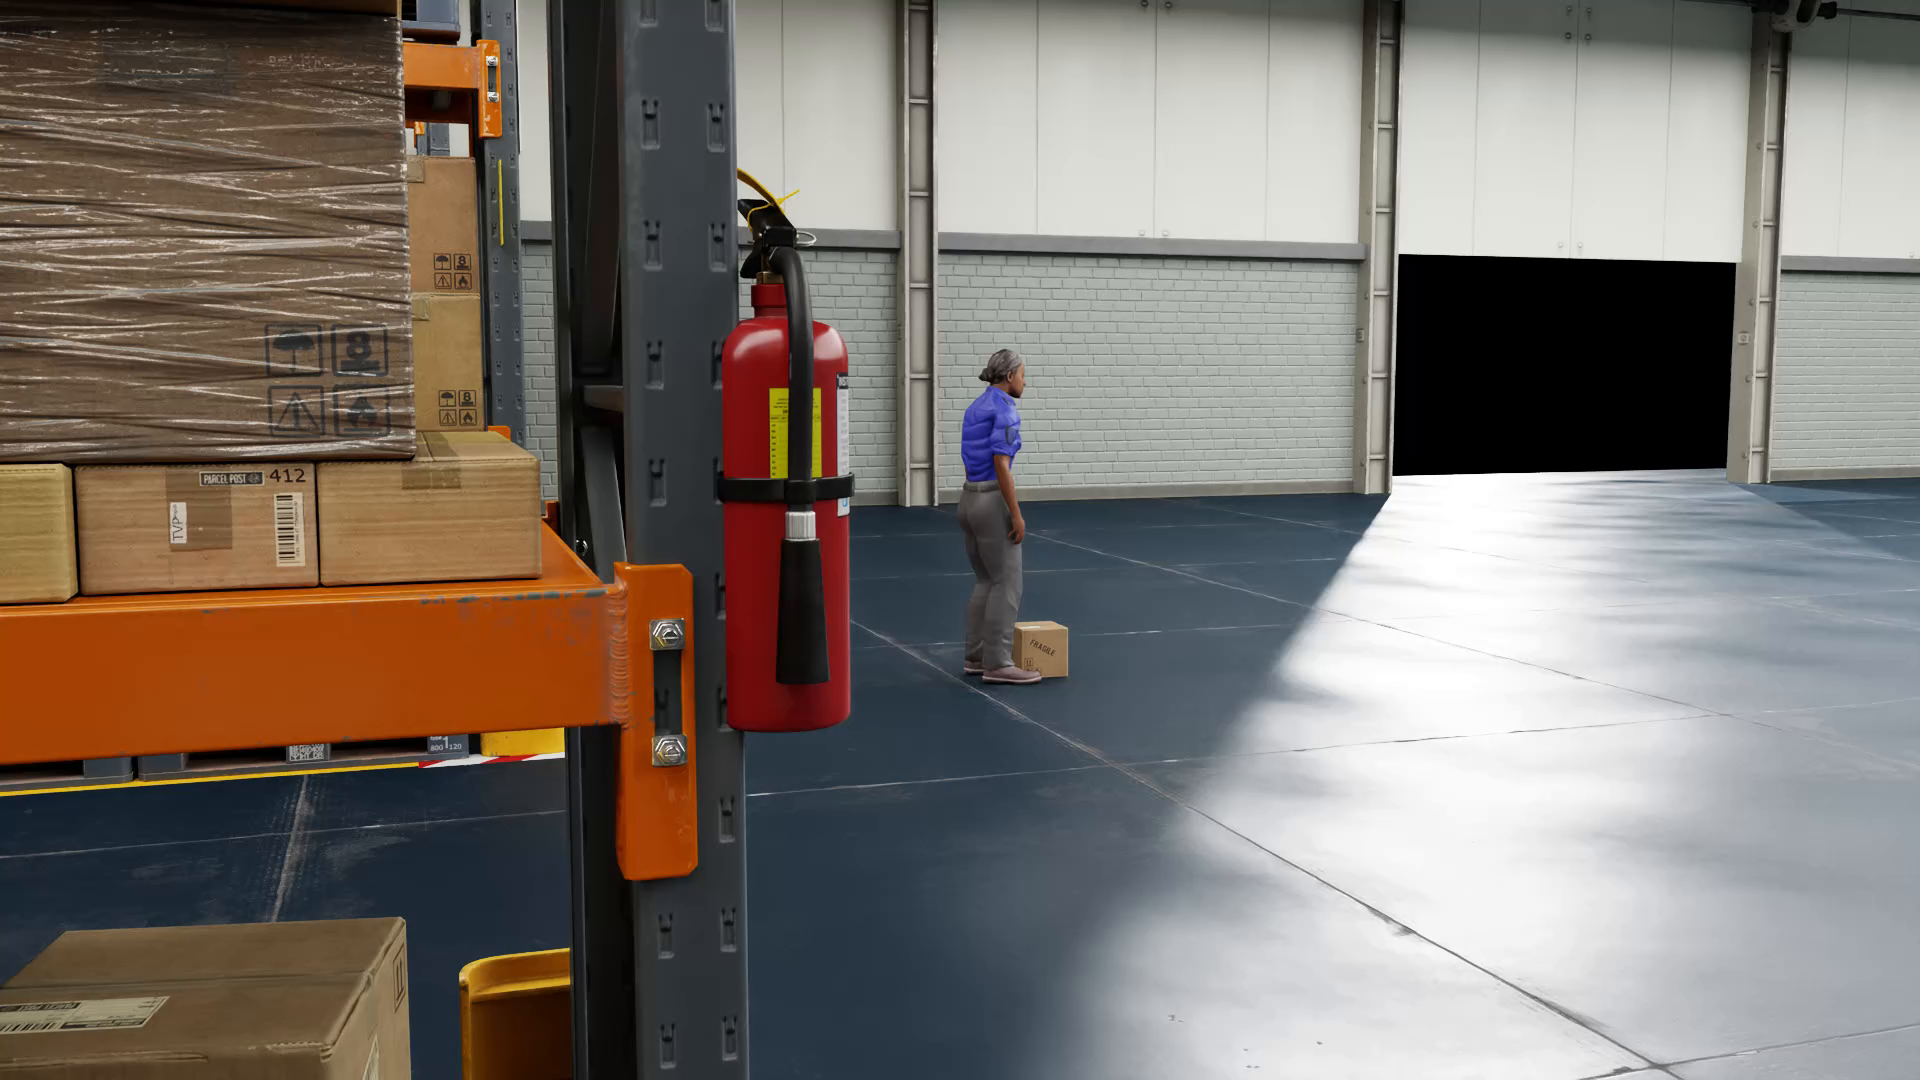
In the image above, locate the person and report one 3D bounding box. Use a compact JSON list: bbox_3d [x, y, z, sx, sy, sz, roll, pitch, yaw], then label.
[{"bbox_3d":[0.179,-0.129,8.348,0.351,1.655,0.521,-2,6,-20],"label":"person"}]
